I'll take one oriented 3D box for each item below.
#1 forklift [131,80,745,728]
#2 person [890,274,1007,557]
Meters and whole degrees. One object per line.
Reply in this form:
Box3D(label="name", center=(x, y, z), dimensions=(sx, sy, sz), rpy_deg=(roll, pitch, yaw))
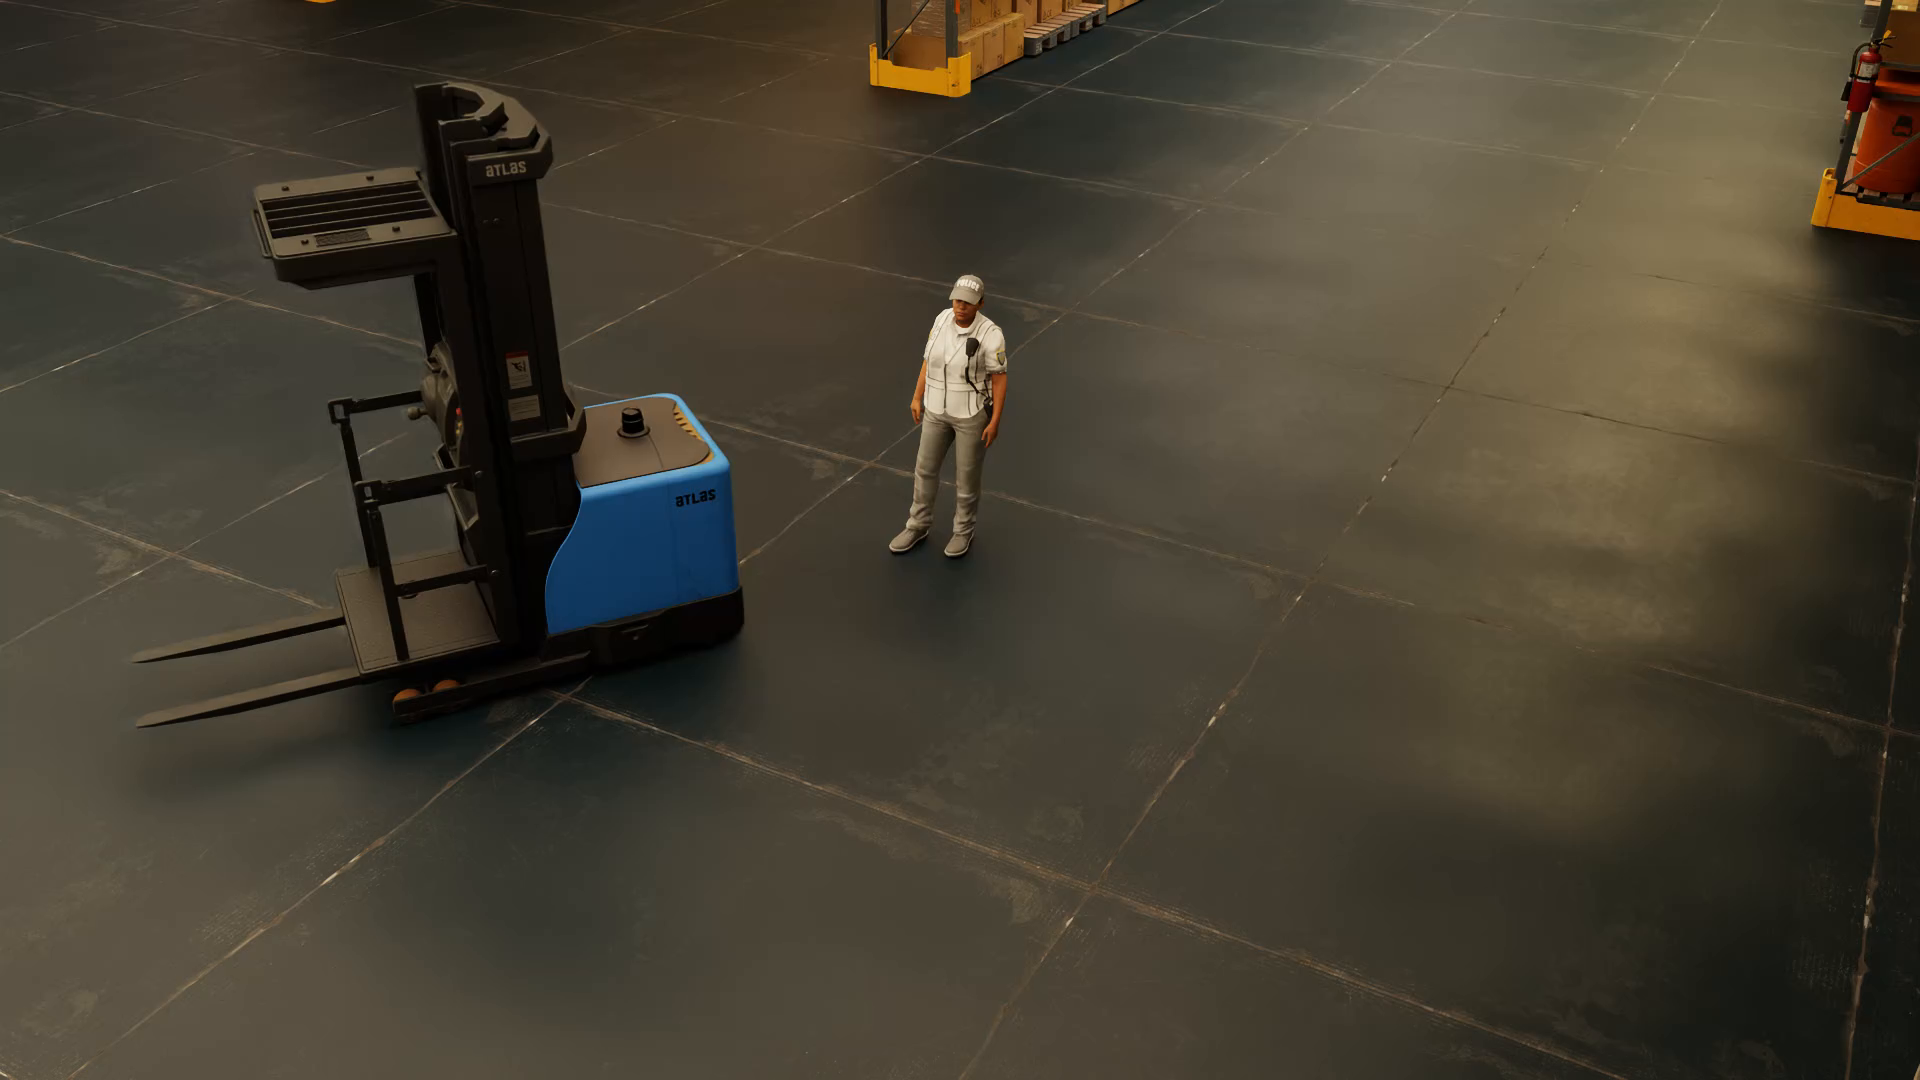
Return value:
Box3D(label="forklift", center=(-2.735, -0.649, 8.195), dimensions=(3.031, 2.935, 1.130), rpy_deg=(-13, 33, -22))
Box3D(label="person", center=(-0.057, -0.701, 9.534), dimensions=(0.598, 1.670, 0.529), rpy_deg=(15, 33, 25))
